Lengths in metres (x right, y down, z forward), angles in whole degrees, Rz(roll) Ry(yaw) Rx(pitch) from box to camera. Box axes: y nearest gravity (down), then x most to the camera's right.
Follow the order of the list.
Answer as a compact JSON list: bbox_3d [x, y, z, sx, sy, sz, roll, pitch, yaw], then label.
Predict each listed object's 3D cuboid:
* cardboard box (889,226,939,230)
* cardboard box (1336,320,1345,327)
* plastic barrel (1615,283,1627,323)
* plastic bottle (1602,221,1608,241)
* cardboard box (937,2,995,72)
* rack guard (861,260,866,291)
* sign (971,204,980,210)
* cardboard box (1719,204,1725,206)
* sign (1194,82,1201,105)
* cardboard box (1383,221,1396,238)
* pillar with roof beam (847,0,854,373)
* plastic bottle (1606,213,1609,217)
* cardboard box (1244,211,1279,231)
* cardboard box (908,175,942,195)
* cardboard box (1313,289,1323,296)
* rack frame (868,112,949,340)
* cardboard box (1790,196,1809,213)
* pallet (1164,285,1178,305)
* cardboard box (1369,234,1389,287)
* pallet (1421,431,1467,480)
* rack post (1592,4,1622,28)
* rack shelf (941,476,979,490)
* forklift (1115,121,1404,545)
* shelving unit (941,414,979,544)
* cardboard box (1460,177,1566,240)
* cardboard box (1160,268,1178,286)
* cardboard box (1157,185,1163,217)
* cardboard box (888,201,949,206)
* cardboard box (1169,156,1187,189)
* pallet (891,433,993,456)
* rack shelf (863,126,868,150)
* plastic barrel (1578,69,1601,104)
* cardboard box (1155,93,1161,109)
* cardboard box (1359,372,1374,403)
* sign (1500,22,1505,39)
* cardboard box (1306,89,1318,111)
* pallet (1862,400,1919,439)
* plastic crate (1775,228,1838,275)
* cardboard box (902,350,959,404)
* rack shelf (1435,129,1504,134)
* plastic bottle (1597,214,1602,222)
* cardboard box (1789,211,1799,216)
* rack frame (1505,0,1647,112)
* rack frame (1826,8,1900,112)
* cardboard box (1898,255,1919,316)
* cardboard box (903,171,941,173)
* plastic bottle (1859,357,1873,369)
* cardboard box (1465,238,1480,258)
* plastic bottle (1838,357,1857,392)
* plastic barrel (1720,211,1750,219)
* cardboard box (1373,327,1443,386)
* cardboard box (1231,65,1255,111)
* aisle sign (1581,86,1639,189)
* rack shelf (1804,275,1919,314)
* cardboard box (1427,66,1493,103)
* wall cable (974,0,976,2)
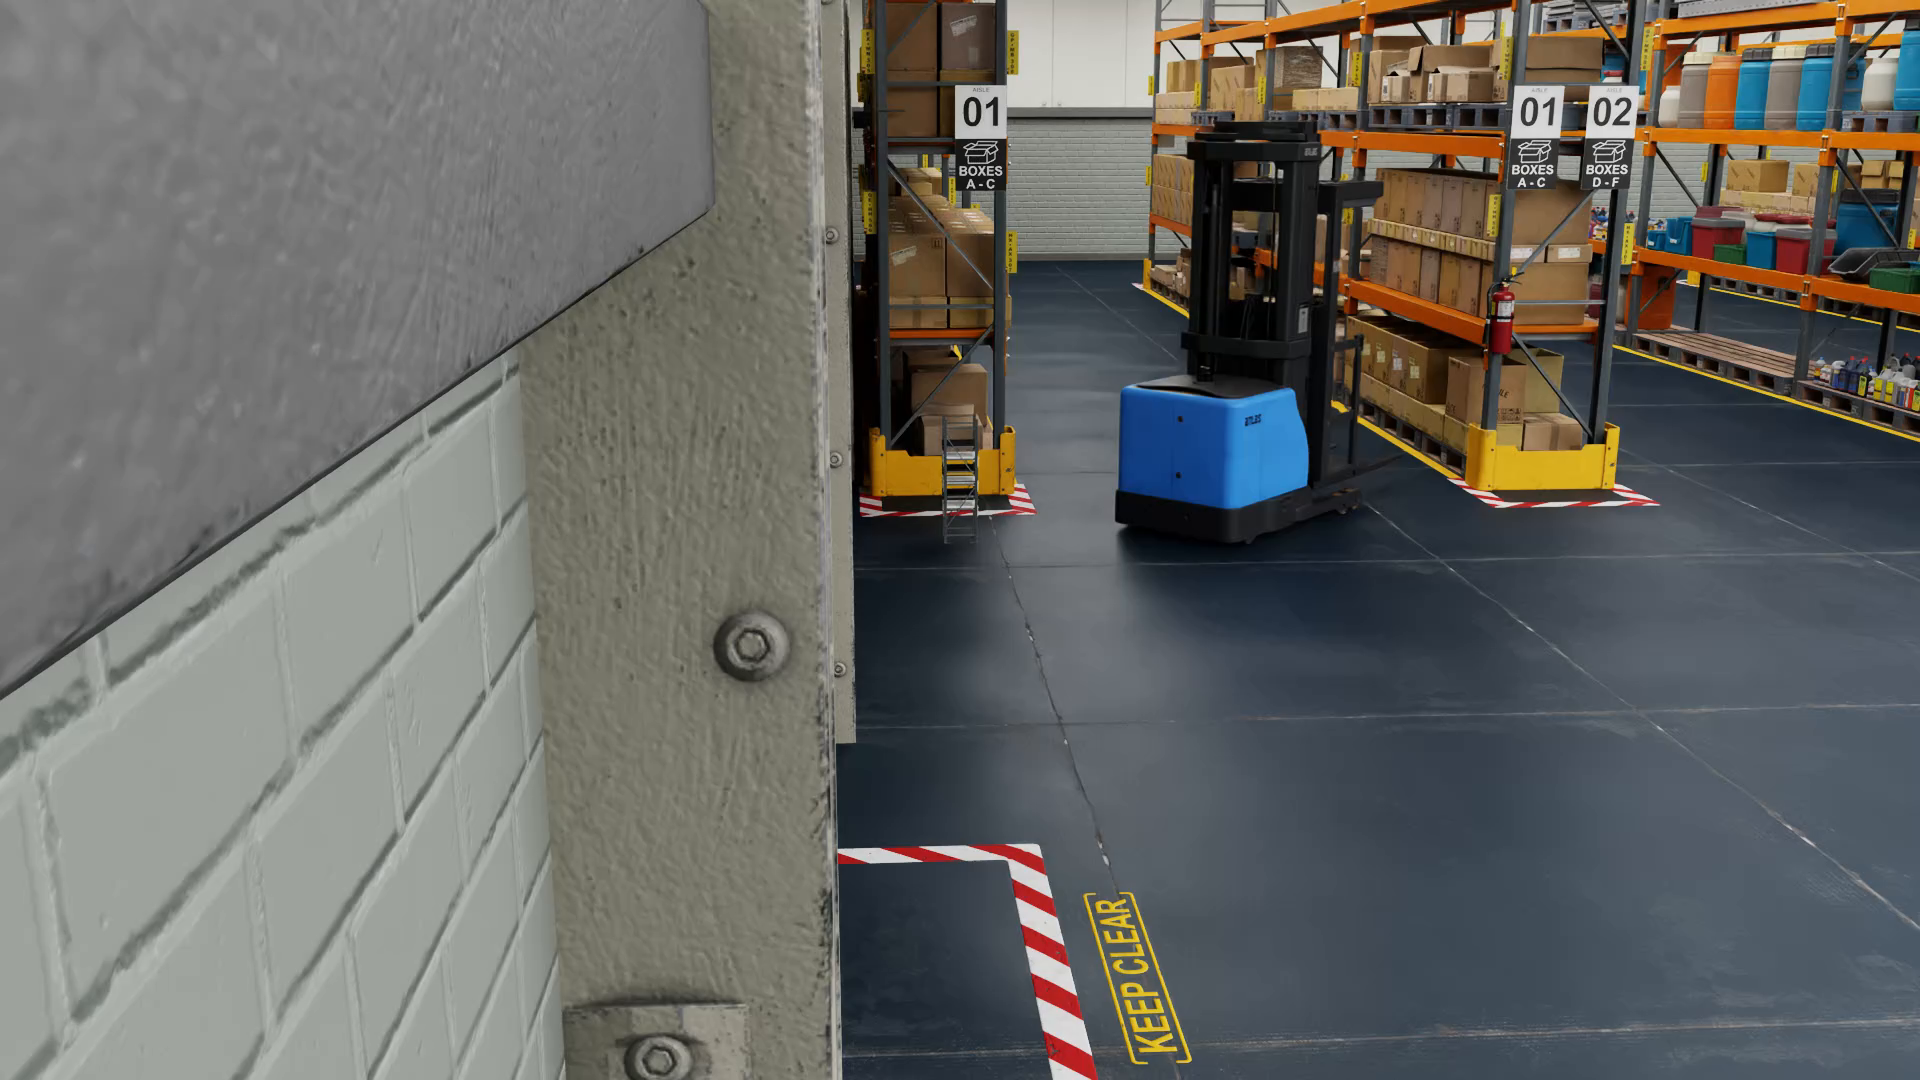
[{"bbox_3d":[-0.406,-2.376,13.995,0.500,0.500,0.500,-1,14,-3],"label":"cardboard box"},{"bbox_3d":[4.203,-2.277,18.407,0.500,0.311,0.500,0,14,-2],"label":"cardboard box"},{"bbox_3d":[9.077,-3.238,22.740,0.421,0.512,0.421,0,14,0],"label":"plastic barrel"},{"bbox_3d":[8.771,-4.194,22.563,0.097,0.271,0.097,0,14,0],"label":"plastic bottle"},{"bbox_3d":[0.075,-3.931,13.016,0.500,0.500,0.500,-2,15,-7],"label":"cardboard box"},{"bbox_3d":[-1.136,-4.611,28.943,1.175,0.500,0.348,-1,14,-3],"label":"rack guard"},{"bbox_3d":[0.150,-3.260,16.941,0.100,0.325,0.005,-1,14,-3],"label":"sign"},{"bbox_3d":[13.407,-5.766,28.920,0.380,0.149,0.250,-1,14,-4],"label":"cardboard box"},{"bbox_3d":[3.516,-6.591,24.564,0.100,0.325,0.005,-1,14,-3],"label":"sign"},{"bbox_3d":[4.409,-3.074,16.453,0.380,0.149,0.250,-1,14,-5],"label":"cardboard box"},{"bbox_3d":[2.875,-6.461,19.078,9.100,9.000,0.400,-1,14,-3],"label":"pillar with roof beam"},{"bbox_3d":[9.402,-4.604,24.150,0.152,0.276,0.135,-1,14,-3],"label":"plastic bottle"},{"bbox_3d":[4.153,-4.310,21.713,0.700,0.500,0.500,-6,16,-22],"label":"cardboard box"},{"bbox_3d":[-0.412,-4.515,21.212,0.500,0.250,0.500,-1,14,-2],"label":"cardboard box"},{"bbox_3d":[4.562,-3.023,21.890,0.500,0.500,0.500,0,14,-1],"label":"cardboard box"},{"bbox_3d":[-0.639,-3.826,20.875,1.000,3.000,0.127,-1,14,-3],"label":"rack frame"},{"bbox_3d":[13.621,-5.356,26.526,0.500,0.250,0.500,0,14,-2],"label":"cardboard box"},{"bbox_3d":[3.937,-4.022,27.236,1.003,0.211,1.213,-1,14,-3],"label":"pallet"},{"bbox_3d":[4.586,-2.846,16.869,0.700,0.500,0.500,-1,14,-5],"label":"cardboard box"},{"bbox_3d":[4.711,-0.753,14.528,1.003,0.211,1.213,-1,14,-3],"label":"pallet"},{"bbox_3d":[9.253,-7.135,22.702,0.937,0.300,0.954,1,14,3],"label":"rack post"},{"bbox_3d":[0.000,-0.406,11.930,0.258,0.077,0.200,-1,14,-3],"label":"rack shelf"},{"bbox_3d":[2.484,-1.690,12.714,1.130,2.935,3.031,12,19,39],"label":"forklift"},{"bbox_3d":[0.000,-0.438,11.922,0.258,0.900,0.210,-1,14,-3],"label":"shelving unit"},{"bbox_3d":[4.743,-2.850,14.281,0.700,0.500,0.500,-1,14,-5],"label":"cardboard box"},{"bbox_3d":[3.622,-4.386,27.688,0.500,0.250,0.500,-1,14,-3],"label":"cardboard box"},{"bbox_3d":[3.611,-5.698,27.953,0.500,0.500,0.500,-1,14,-4],"label":"cardboard box"},{"bbox_3d":[-0.488,-3.522,18.611,0.700,0.500,0.500,1,14,4],"label":"cardboard box"},{"bbox_3d":[3.672,-5.930,26.848,0.500,0.500,0.500,-1,14,-4],"label":"cardboard box"},{"bbox_3d":[-0.163,-0.707,14.351,1.003,0.211,1.213,-1,14,-3],"label":"pallet"},{"bbox_3d":[-0.763,-5.427,22.524,1.077,0.370,4.000,-1,14,-3],"label":"rack shelf"},{"bbox_3d":[9.260,-6.497,24.017,0.600,0.588,0.600,0,14,0],"label":"plastic barrel"},{"bbox_3d":[3.581,-7.383,27.979,0.500,0.250,0.500,-1,14,-3],"label":"cardboard box"},{"bbox_3d":[4.305,-1.536,16.650,0.500,0.250,0.500,-1,14,-3],"label":"cardboard box"},{"bbox_3d":[9.301,-8.730,28.544,0.100,0.325,0.005,-1,14,-3],"label":"sign"},{"bbox_3d":[4.440,-5.244,19.828,0.500,0.250,0.500,0,14,-2],"label":"cardboard box"},{"bbox_3d":[9.575,-1.162,16.117,1.003,0.211,1.213,-1,14,-3],"label":"pallet"},{"bbox_3d":[9.161,-3.130,18.045,0.402,0.464,0.583,-1,14,-3],"label":"plastic crate"},{"bbox_3d":[-0.287,-1.576,16.265,0.500,0.500,0.500,-2,15,-8],"label":"cardboard box"},{"bbox_3d":[8.877,-6.575,26.985,1.077,0.370,4.000,-1,14,-3],"label":"rack shelf"},{"bbox_3d":[9.279,-4.595,24.125,0.097,0.271,0.097,0,14,0],"label":"plastic bottle"},{"bbox_3d":[13.551,-5.191,26.685,0.380,0.149,0.250,-1,14,-2],"label":"cardboard box"},{"bbox_3d":[4.800,-4.819,12.696,1.000,3.000,0.127,-1,14,-3],"label":"rack frame"},{"bbox_3d":[9.497,-5.889,16.856,1.000,3.000,0.127,-1,14,-3],"label":"rack frame"},{"bbox_3d":[14.123,-3.623,23.510,1.225,0.875,0.875,-1,14,-3],"label":"cardboard box"},{"bbox_3d":[-0.517,-4.893,22.680,0.500,0.250,0.500,-1,14,-5],"label":"cardboard box"},{"bbox_3d":[9.276,-1.709,17.082,0.144,0.351,0.185,-1,14,-3],"label":"plastic bottle"},{"bbox_3d":[4.553,-2.497,14.208,0.380,0.149,0.250,-1,14,-4],"label":"cardboard box"},{"bbox_3d":[9.133,-1.707,17.074,0.144,0.351,0.185,0,14,-2],"label":"plastic bottle"},{"bbox_3d":[9.526,-3.780,20.474,0.421,0.512,0.421,0,14,0],"label":"plastic barrel"},{"bbox_3d":[4.331,-1.774,16.073,0.500,0.500,0.500,-1,14,-3],"label":"cardboard box"},{"bbox_3d":[4.100,-6.193,22.811,0.600,0.600,0.600,-1,15,-6],"label":"cardboard box"},{"bbox_3d":[5.110,-3.161,13.074,0.394,0.787,0.004,-1,14,-3],"label":"aisle sign"},{"bbox_3d":[9.621,-2.138,15.760,1.077,0.370,4.000,-1,14,-3],"label":"rack shelf"},{"bbox_3d":[4.431,-4.015,14.646,0.500,0.311,0.500,1,14,3],"label":"cardboard box"},{"bbox_3d":[1.572,-11.117,33.269,3.097,2.526,0.112,-1,14,-3],"label":"wall cable"}]
